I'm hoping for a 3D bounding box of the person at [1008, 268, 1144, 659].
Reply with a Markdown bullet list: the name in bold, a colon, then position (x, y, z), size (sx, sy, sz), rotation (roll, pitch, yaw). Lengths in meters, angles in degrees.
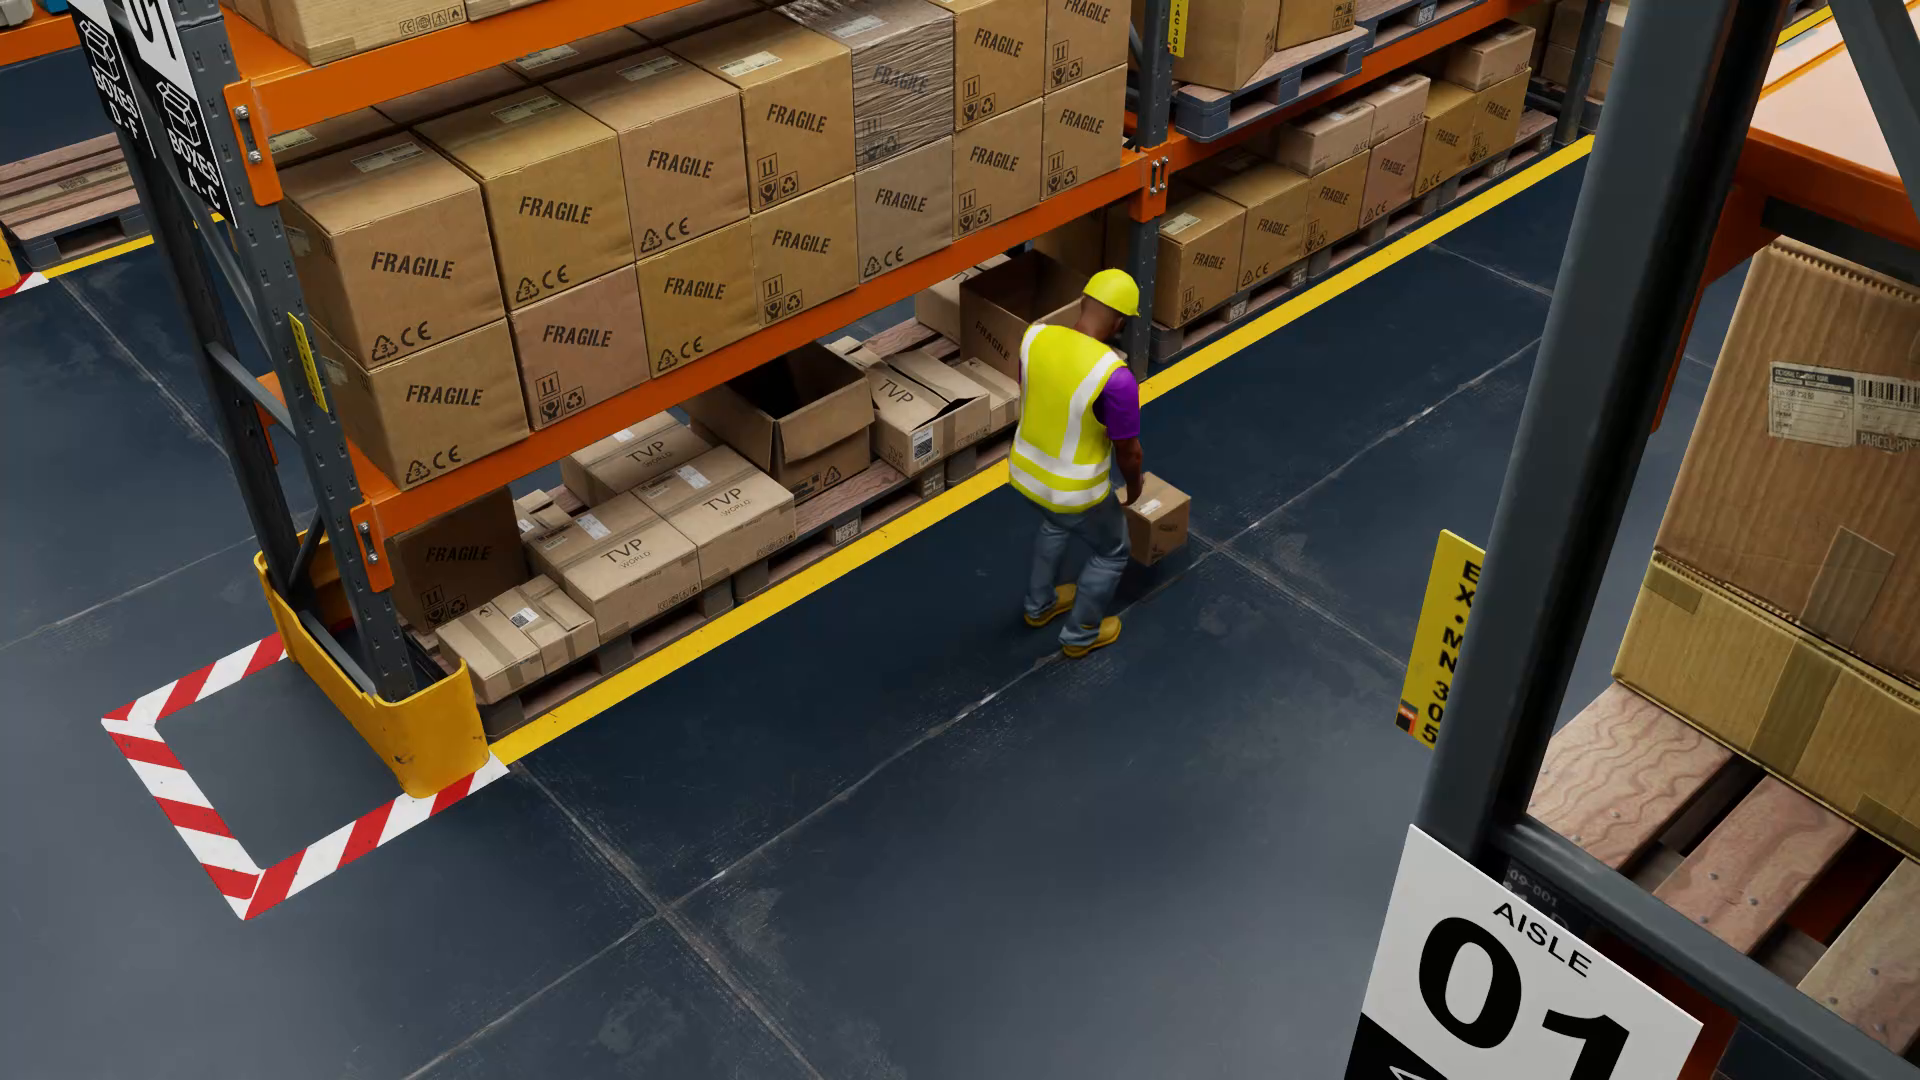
- **person**: position (0.456, -0.294, 6.584), size (0.554, 1.651, 0.610), rotation (-29, 48, -31)
